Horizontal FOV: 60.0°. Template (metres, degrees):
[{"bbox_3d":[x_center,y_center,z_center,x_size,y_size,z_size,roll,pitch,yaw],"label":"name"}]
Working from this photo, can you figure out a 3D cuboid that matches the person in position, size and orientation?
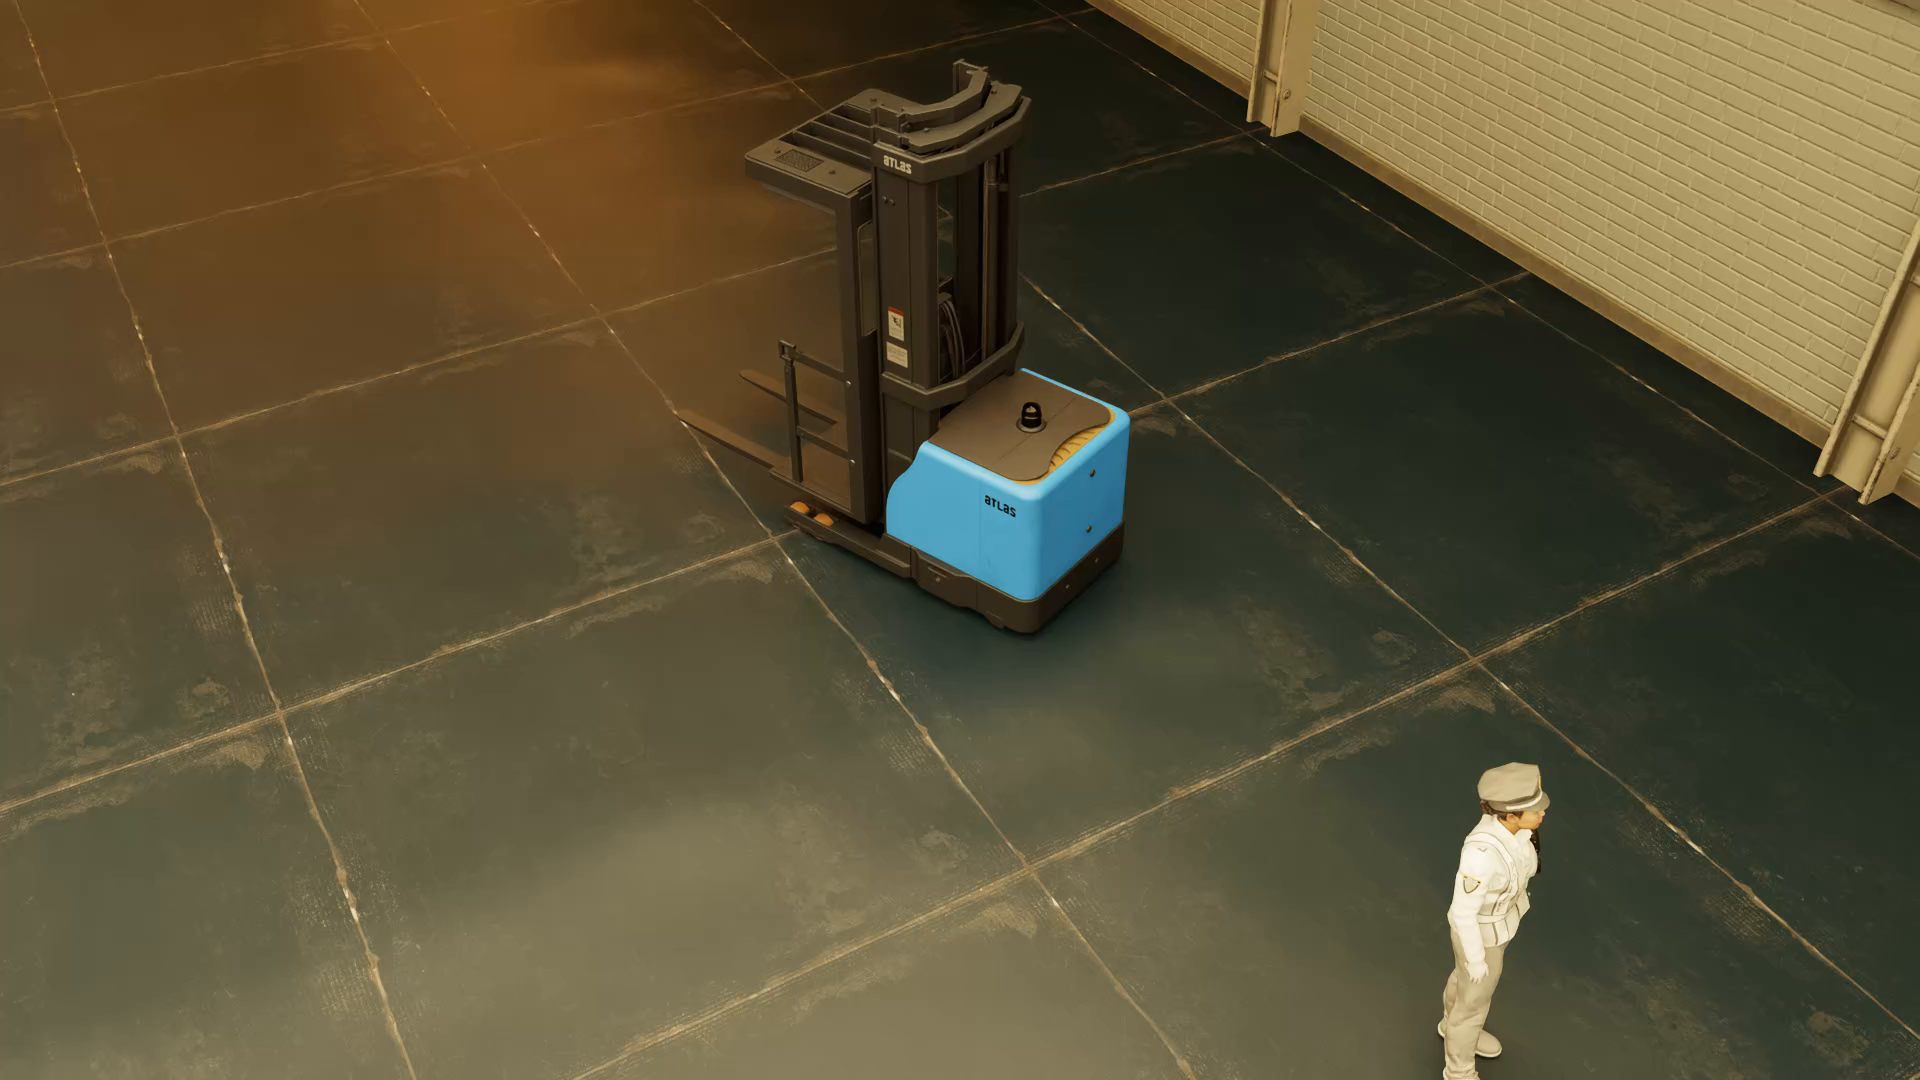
[{"bbox_3d":[2.291,1.637,7.019,0.530,1.694,0.587,24,45,26],"label":"person"}]

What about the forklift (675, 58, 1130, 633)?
[{"bbox_3d":[-0.481,-1.366,9.683,3.031,2.935,1.130,26,46,28],"label":"forklift"}]
